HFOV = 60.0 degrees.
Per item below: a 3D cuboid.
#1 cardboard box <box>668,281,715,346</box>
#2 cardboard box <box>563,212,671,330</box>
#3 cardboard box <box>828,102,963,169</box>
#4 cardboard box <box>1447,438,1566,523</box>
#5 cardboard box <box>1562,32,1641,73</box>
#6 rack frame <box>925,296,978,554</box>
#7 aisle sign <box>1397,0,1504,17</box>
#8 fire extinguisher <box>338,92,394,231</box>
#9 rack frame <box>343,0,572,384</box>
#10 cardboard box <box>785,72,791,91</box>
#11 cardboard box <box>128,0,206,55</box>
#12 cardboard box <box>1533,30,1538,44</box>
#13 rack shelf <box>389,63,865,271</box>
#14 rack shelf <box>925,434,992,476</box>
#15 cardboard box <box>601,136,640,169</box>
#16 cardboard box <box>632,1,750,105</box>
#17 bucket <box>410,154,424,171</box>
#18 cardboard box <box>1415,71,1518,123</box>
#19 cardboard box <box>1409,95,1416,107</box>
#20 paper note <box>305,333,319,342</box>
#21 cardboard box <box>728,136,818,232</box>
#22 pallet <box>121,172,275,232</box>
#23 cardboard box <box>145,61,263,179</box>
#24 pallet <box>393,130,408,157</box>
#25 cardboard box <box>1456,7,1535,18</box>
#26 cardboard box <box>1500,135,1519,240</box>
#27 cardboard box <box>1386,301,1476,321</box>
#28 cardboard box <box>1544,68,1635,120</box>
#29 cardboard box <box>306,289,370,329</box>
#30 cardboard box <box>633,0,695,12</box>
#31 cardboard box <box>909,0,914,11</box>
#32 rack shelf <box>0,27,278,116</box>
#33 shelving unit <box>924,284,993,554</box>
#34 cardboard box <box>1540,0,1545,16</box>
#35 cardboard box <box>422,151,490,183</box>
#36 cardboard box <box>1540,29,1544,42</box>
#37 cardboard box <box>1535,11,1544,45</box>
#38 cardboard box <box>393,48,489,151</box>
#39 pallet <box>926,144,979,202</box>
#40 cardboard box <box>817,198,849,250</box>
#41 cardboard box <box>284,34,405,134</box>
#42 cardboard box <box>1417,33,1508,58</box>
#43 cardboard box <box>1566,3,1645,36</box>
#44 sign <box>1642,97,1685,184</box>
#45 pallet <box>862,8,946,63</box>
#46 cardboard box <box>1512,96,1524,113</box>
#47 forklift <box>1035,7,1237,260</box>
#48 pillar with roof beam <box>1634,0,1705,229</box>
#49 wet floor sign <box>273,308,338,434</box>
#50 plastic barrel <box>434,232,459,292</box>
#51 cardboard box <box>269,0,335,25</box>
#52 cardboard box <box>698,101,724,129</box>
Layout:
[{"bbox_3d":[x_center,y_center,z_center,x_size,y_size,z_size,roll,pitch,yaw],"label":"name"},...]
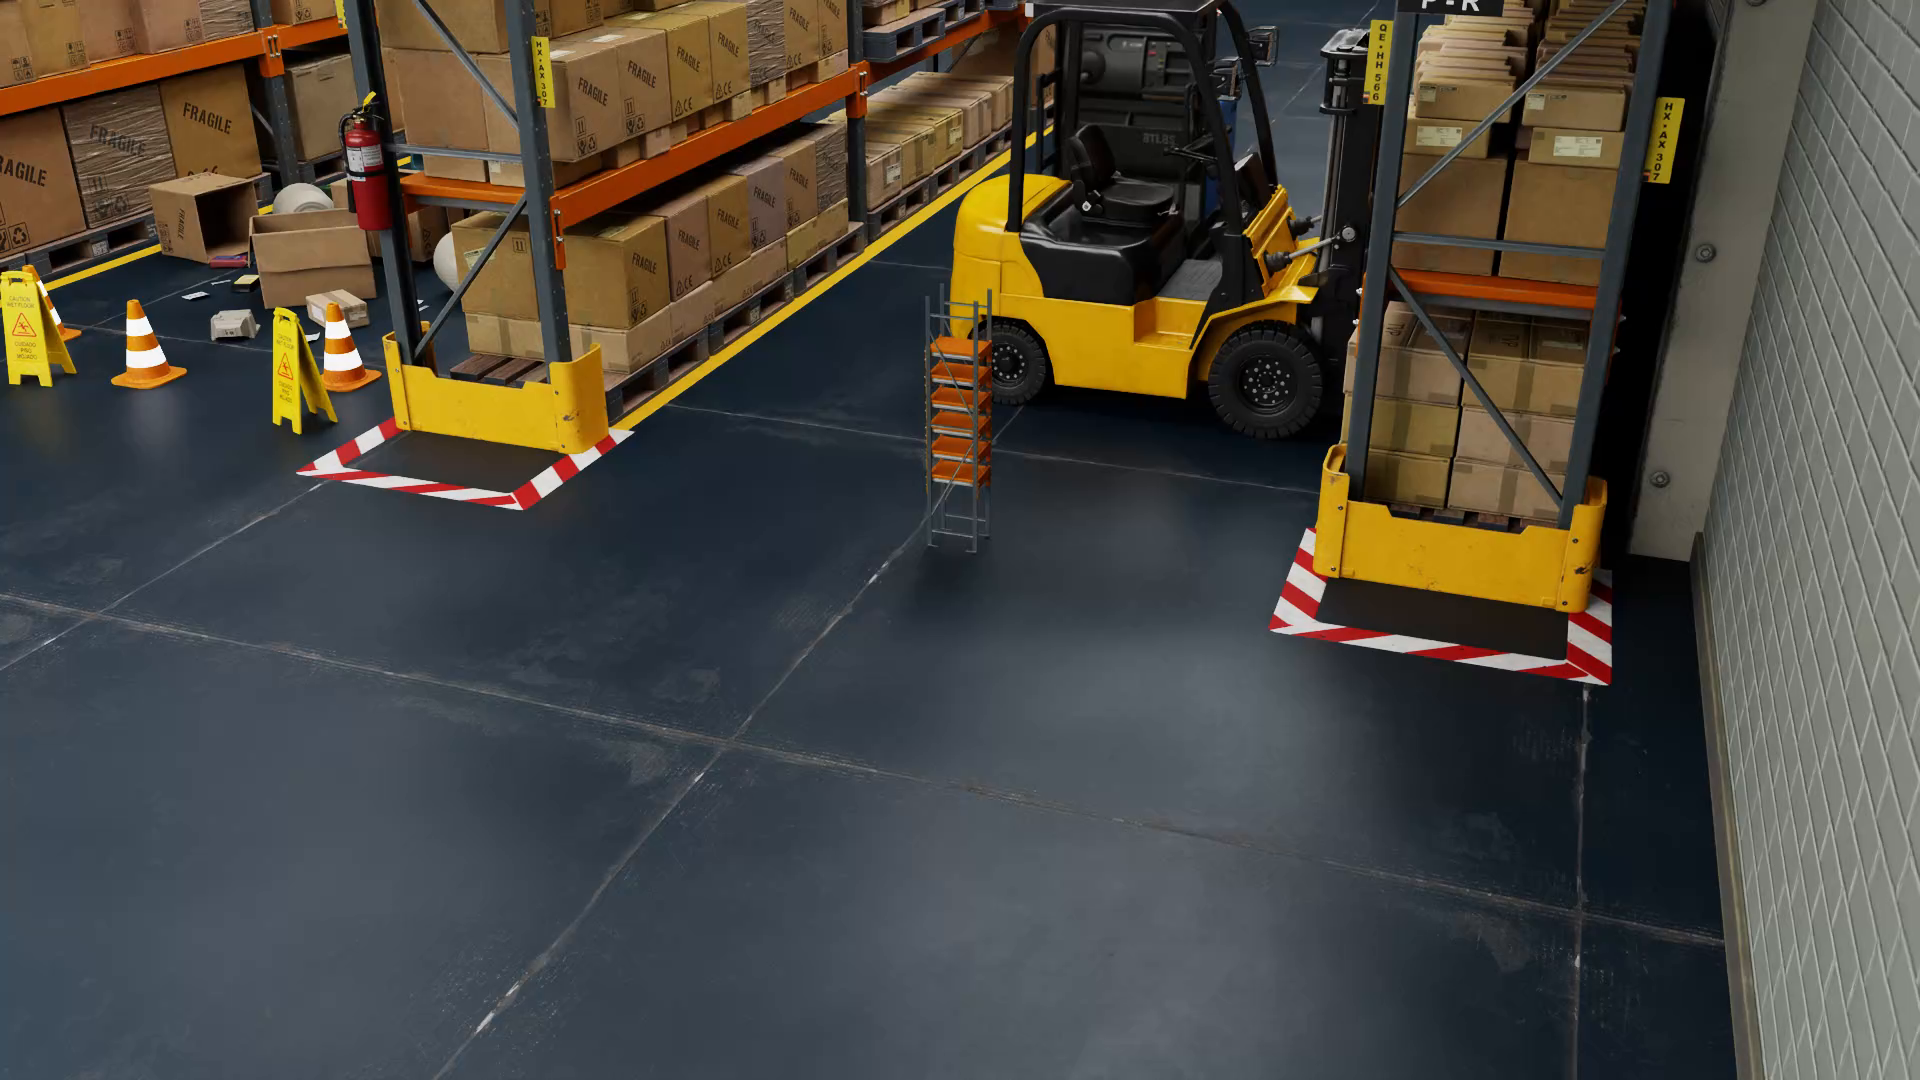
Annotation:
[{"bbox_3d":[-1.791,-1.365,9.800,0.500,0.250,0.500,10,27,19],"label":"cardboard box"},{"bbox_3d":[-1.961,-1.504,9.226,0.500,0.500,0.500,8,27,16],"label":"cardboard box"},{"bbox_3d":[-0.528,-3.361,13.784,0.950,0.372,0.625,10,27,19],"label":"cardboard box"},{"bbox_3d":[2.533,-0.320,7.642,0.500,0.250,0.500,9,27,18],"label":"cardboard box"},{"bbox_3d":[3.032,-2.291,7.840,0.380,0.149,0.250,8,27,16],"label":"cardboard box"},{"bbox_3d":[-0.035,-0.496,7.399,0.240,1.200,0.006,9,27,17],"label":"rack frame"},{"bbox_3d":[1.886,-2.381,6.242,0.394,0.787,0.004,9,27,17],"label":"aisle sign"},{"bbox_3d":[-2.970,-1.898,8.318,0.296,0.674,0.183,9,27,17],"label":"fire extinguisher"},{"bbox_3d":[-2.497,-1.913,8.260,1.000,3.000,0.127,9,27,17],"label":"rack frame"},{"bbox_3d":[-1.319,-2.968,10.727,0.380,0.149,0.250,8,27,17],"label":"cardboard box"},{"bbox_3d":[-6.141,-3.918,12.229,0.875,0.550,0.550,9,27,17],"label":"cardboard box"},{"bbox_3d":[3.122,-2.739,9.851,0.500,0.500,0.500,8,27,16],"label":"cardboard box"},{"bbox_3d":[-1.832,-2.412,10.114,1.077,0.370,4.000,9,27,17],"label":"rack shelf"},{"bbox_3d":[-0.005,-0.386,7.548,0.258,0.103,0.180,9,27,17],"label":"rack shelf"},{"bbox_3d":[-1.954,-2.113,8.960,0.380,0.149,0.250,8,27,16],"label":"cardboard box"},{"bbox_3d":[-1.579,-2.880,9.800,0.500,0.500,0.500,8,27,16],"label":"cardboard box"},{"bbox_3d":[-3.739,-3.054,12.628,0.726,0.611,0.620,20,22,35],"label":"bucket"},{"bbox_3d":[2.105,-1.844,6.915,0.380,0.149,0.250,9,27,18],"label":"cardboard box"},{"bbox_3d":[2.093,-1.825,7.217,0.380,0.149,0.250,9,27,18],"label":"cardboard box"},{"bbox_3d":[-4.060,-1.254,10.305,0.148,0.019,0.142,0,26,-1],"label":"paper note"},{"bbox_3d":[-1.278,-2.355,10.984,0.500,0.500,0.500,9,27,18],"label":"cardboard box"},{"bbox_3d":[-6.195,-2.677,13.037,1.003,0.211,1.213,9,27,17],"label":"pallet"},{"bbox_3d":[-6.143,-3.218,12.910,0.875,0.875,0.875,9,27,18],"label":"cardboard box"},{"bbox_3d":[-5.278,-3.809,15.376,1.003,0.211,1.213,9,27,17],"label":"pallet"},{"bbox_3d":[2.776,-2.681,8.645,0.380,0.149,0.250,9,27,17],"label":"cardboard box"},{"bbox_3d":[2.764,-1.621,7.541,0.500,0.500,0.500,10,27,19],"label":"cardboard box"},{"bbox_3d":[2.208,-1.042,7.985,0.500,0.250,0.500,9,27,18],"label":"cardboard box"},{"bbox_3d":[2.645,-1.873,6.976,0.380,0.149,0.250,10,27,19],"label":"cardboard box"},{"bbox_3d":[-3.966,-1.462,10.598,0.250,0.149,0.380,-20,33,-36],"label":"cardboard box"},{"bbox_3d":[-1.988,-3.400,9.727,0.700,0.500,0.500,9,27,17],"label":"cardboard box"},{"bbox_3d":[-0.571,-4.043,12.465,0.380,0.149,0.250,11,28,21],"label":"cardboard box"},{"bbox_3d":[-6.533,-3.088,11.511,1.077,0.370,4.000,9,27,17],"label":"rack shelf"},{"bbox_3d":[-0.005,-0.534,7.476,0.258,1.200,0.189,9,27,17],"label":"shelving unit"},{"bbox_3d":[3.145,-3.099,9.507,0.380,0.149,0.250,9,27,18],"label":"cardboard box"},{"bbox_3d":[-2.575,-1.985,8.696,0.380,0.149,0.250,10,27,19],"label":"cardboard box"},{"bbox_3d":[3.793,-3.423,11.551,0.500,0.250,0.500,9,27,18],"label":"cardboard box"},{"bbox_3d":[3.438,-3.235,10.588,0.500,0.250,0.500,8,27,16],"label":"cardboard box"},{"bbox_3d":[-2.576,-2.355,8.716,0.500,0.500,0.500,8,27,17],"label":"cardboard box"},{"bbox_3d":[-0.504,-3.125,13.963,1.003,0.211,1.213,9,27,17],"label":"pallet"},{"bbox_3d":[-1.109,-2.227,11.580,0.500,0.250,0.500,10,28,20],"label":"cardboard box"},{"bbox_3d":[-5.421,-4.074,14.822,1.050,0.750,0.750,9,27,17],"label":"cardboard box"},{"bbox_3d":[2.355,-2.276,7.808,0.380,0.149,0.250,9,27,19],"label":"cardboard box"},{"bbox_3d":[3.367,-2.711,8.707,0.380,0.149,0.250,8,27,17],"label":"cardboard box"},{"bbox_3d":[2.706,-1.537,6.399,0.100,0.325,0.005,9,27,17],"label":"sign"},{"bbox_3d":[-0.775,-3.764,12.302,1.003,0.211,1.213,9,27,17],"label":"pallet"},{"bbox_3d":[2.452,-1.903,8.123,0.500,0.500,0.500,8,27,16],"label":"cardboard box"},{"bbox_3d":[1.088,-3.195,10.986,1.130,2.935,3.031,9,27,18],"label":"forklift"},{"bbox_3d":[1.203,-7.141,12.172,9.100,9.000,0.400,9,27,17],"label":"pillar with roof beam"},{"bbox_3d":[-3.570,-0.931,8.932,0.267,0.644,0.232,20,32,35],"label":"wet floor sign"},{"bbox_3d":[-3.238,-1.822,11.028,0.421,0.421,0.512,-14,29,-27],"label":"plastic barrel"},{"bbox_3d":[-5.439,-4.456,13.396,0.500,0.500,0.500,9,27,18],"label":"cardboard box"},{"bbox_3d":[-1.624,-2.543,9.849,0.380,0.149,0.250,8,27,16],"label":"cardboard box"}]
